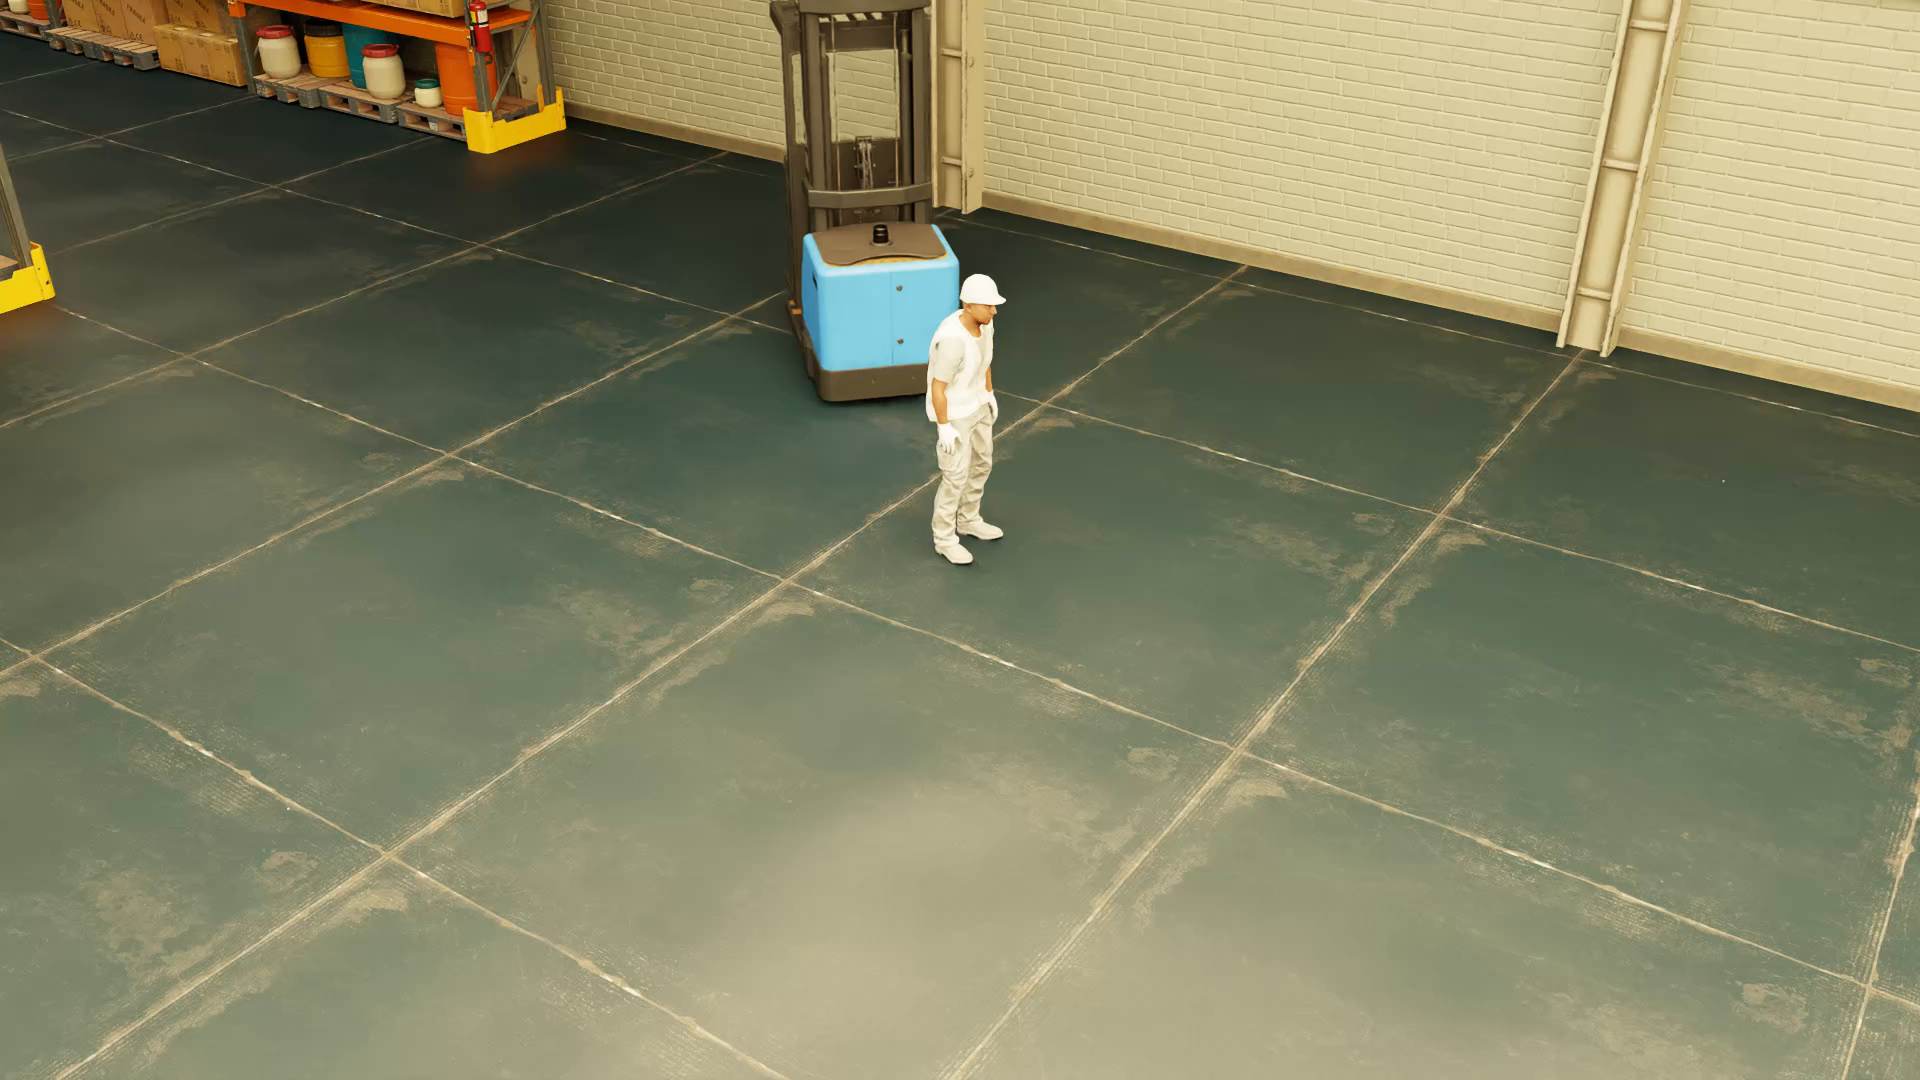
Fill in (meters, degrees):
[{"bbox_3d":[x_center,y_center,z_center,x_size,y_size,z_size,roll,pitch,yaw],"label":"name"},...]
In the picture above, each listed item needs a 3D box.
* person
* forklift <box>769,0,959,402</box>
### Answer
[{"bbox_3d":[0.042,-0.762,10.050,0.449,1.773,0.620,16,34,26],"label":"person"},{"bbox_3d":[-0.811,-2.999,12.746,1.130,2.935,3.031,-6,31,-11],"label":"forklift"}]
